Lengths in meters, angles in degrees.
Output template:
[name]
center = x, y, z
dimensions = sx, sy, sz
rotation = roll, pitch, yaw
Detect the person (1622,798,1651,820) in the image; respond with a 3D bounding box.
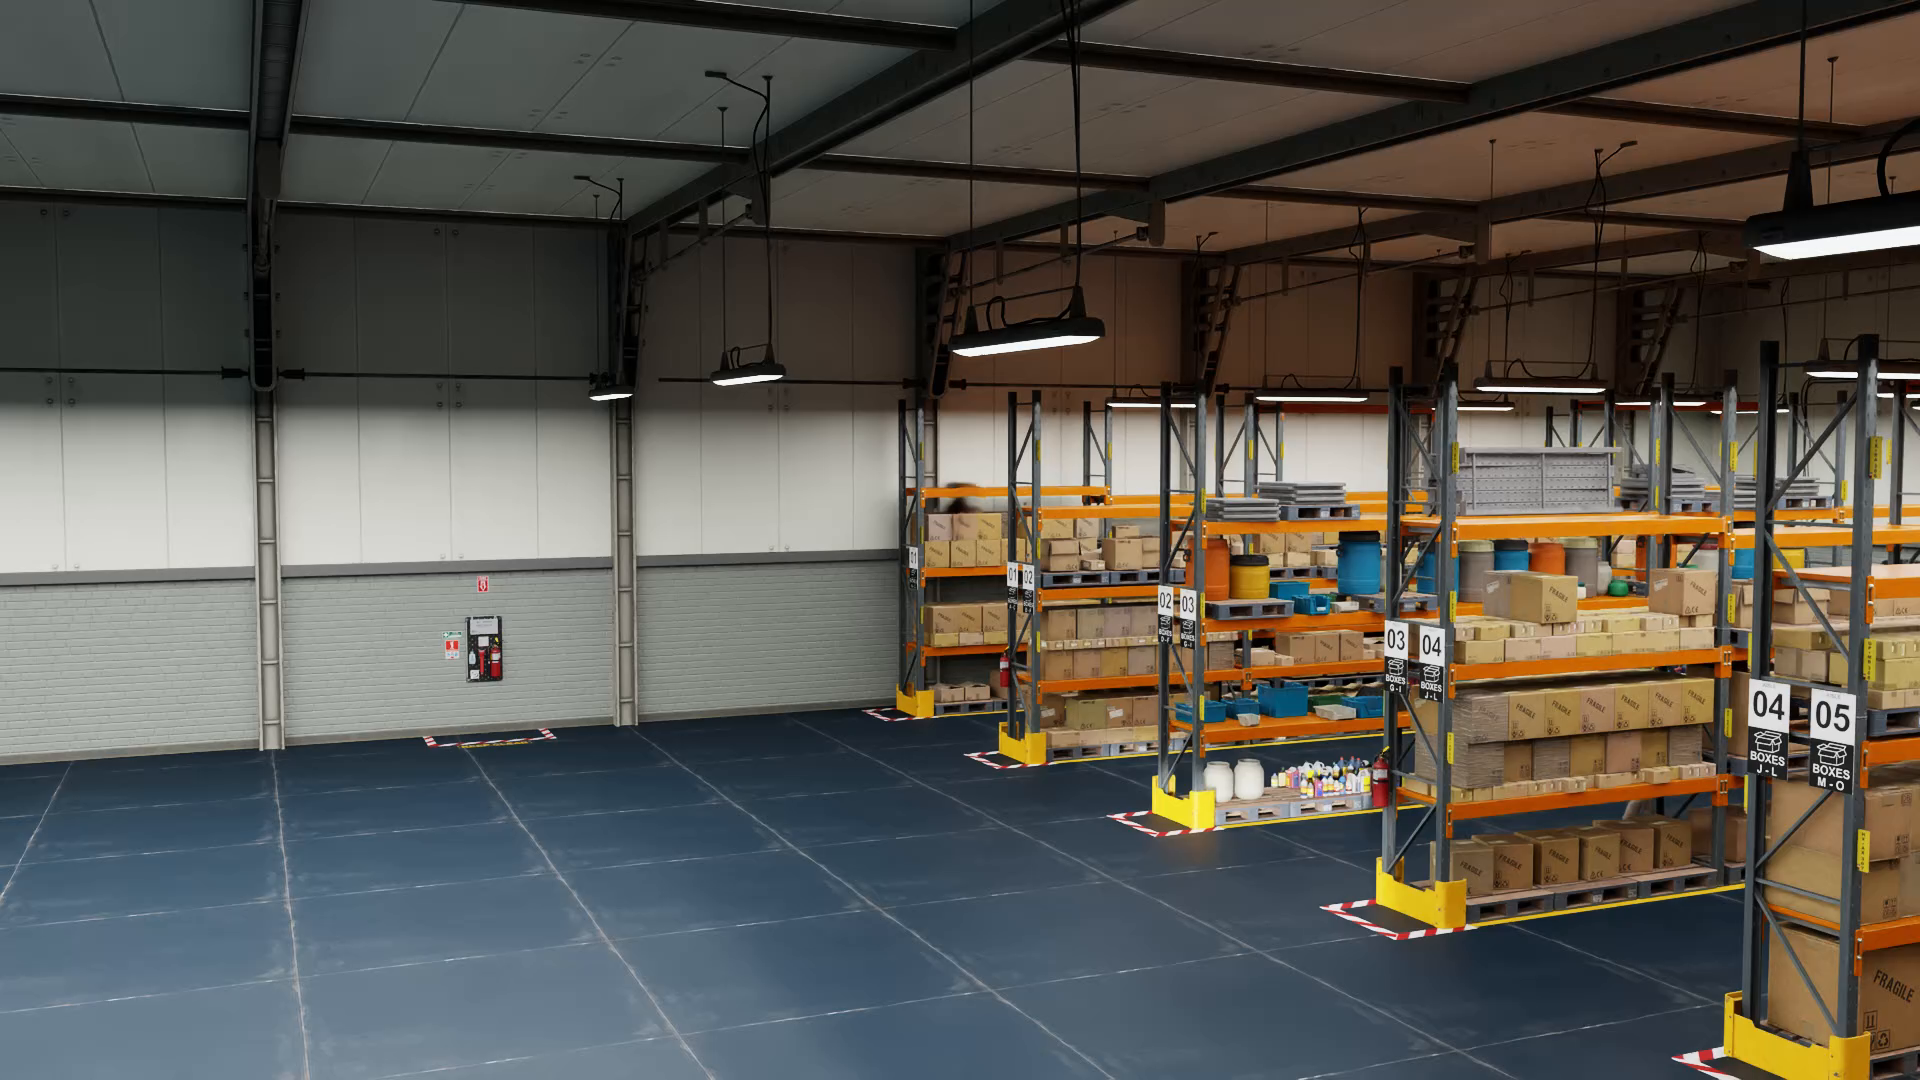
[person]
center = 8.825, 3.042, 21.616
dimensions = 1.071, 1.661, 0.689
rotation = -1, 3, -13
